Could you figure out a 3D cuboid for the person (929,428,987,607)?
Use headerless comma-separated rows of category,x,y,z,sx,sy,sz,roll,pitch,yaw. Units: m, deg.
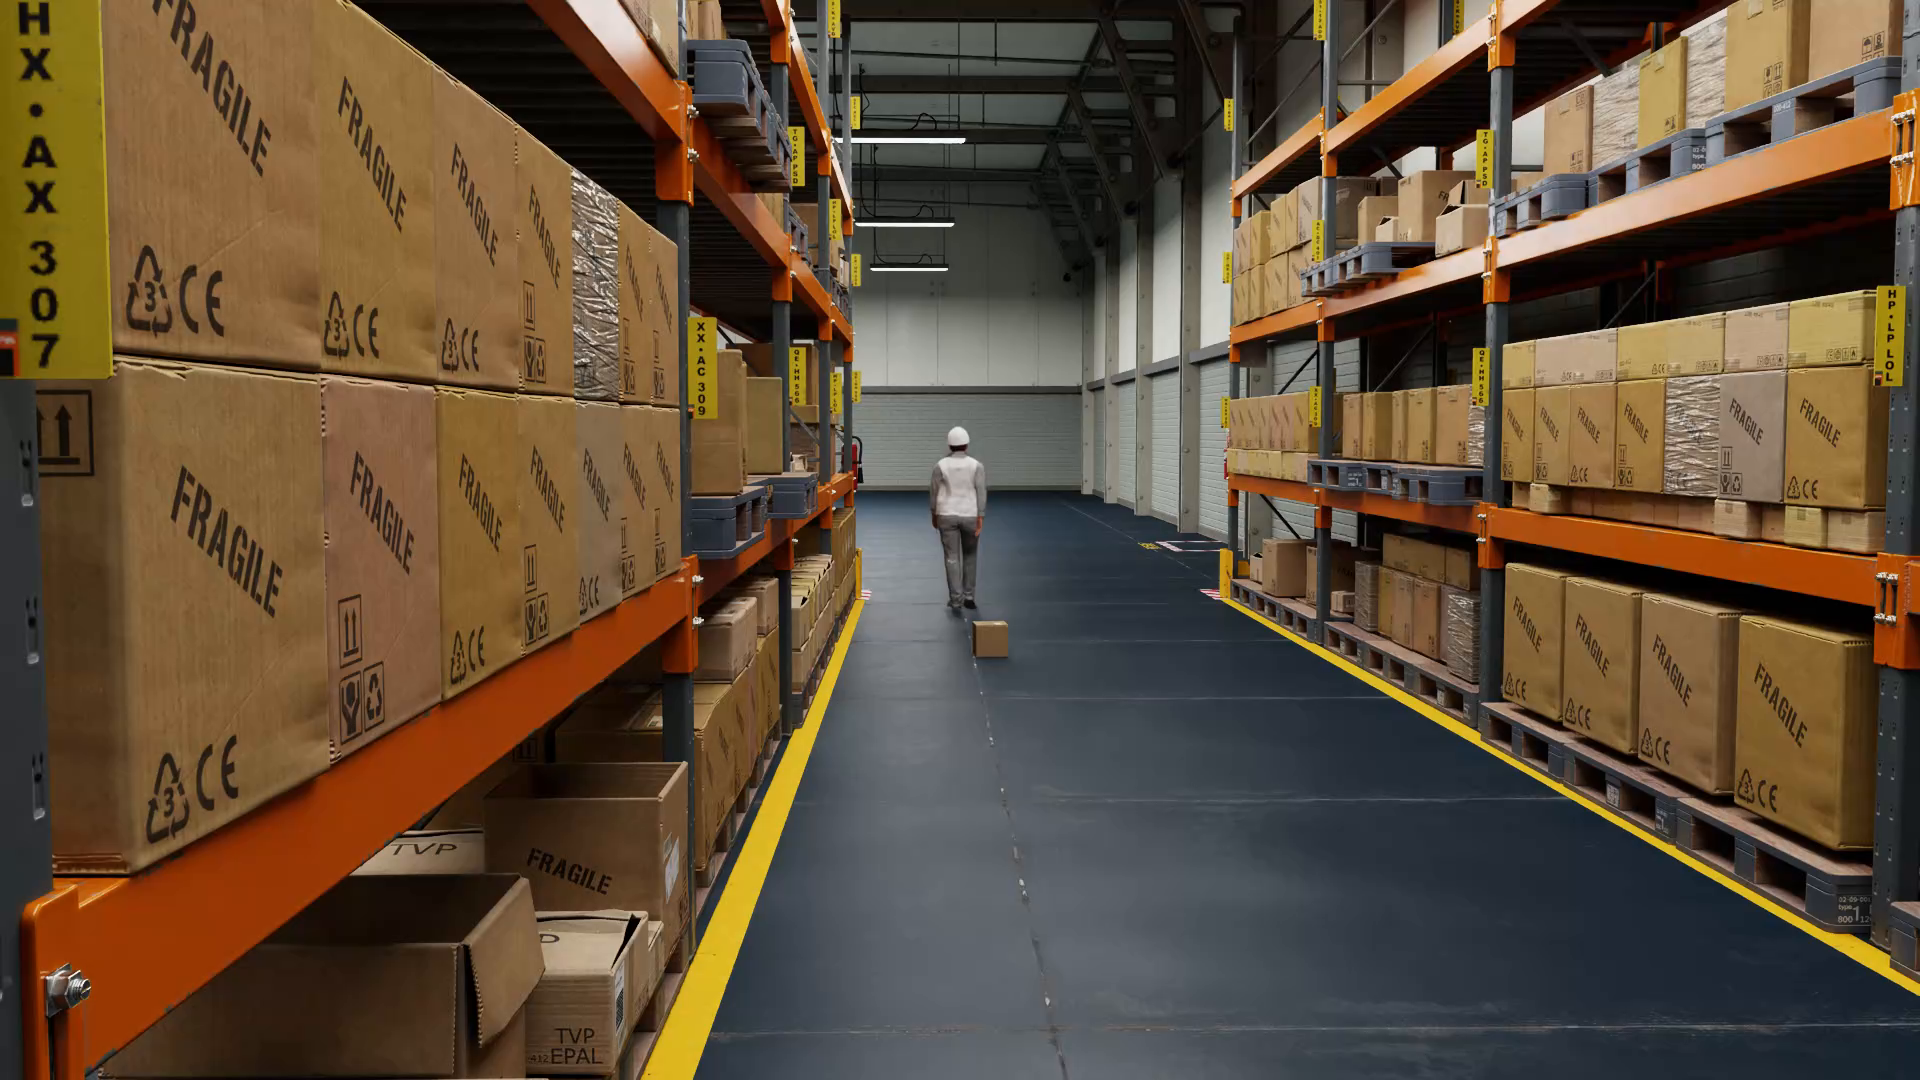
person,-0.030,-0.227,16.370,0.550,1.755,0.889,0,4,-4
